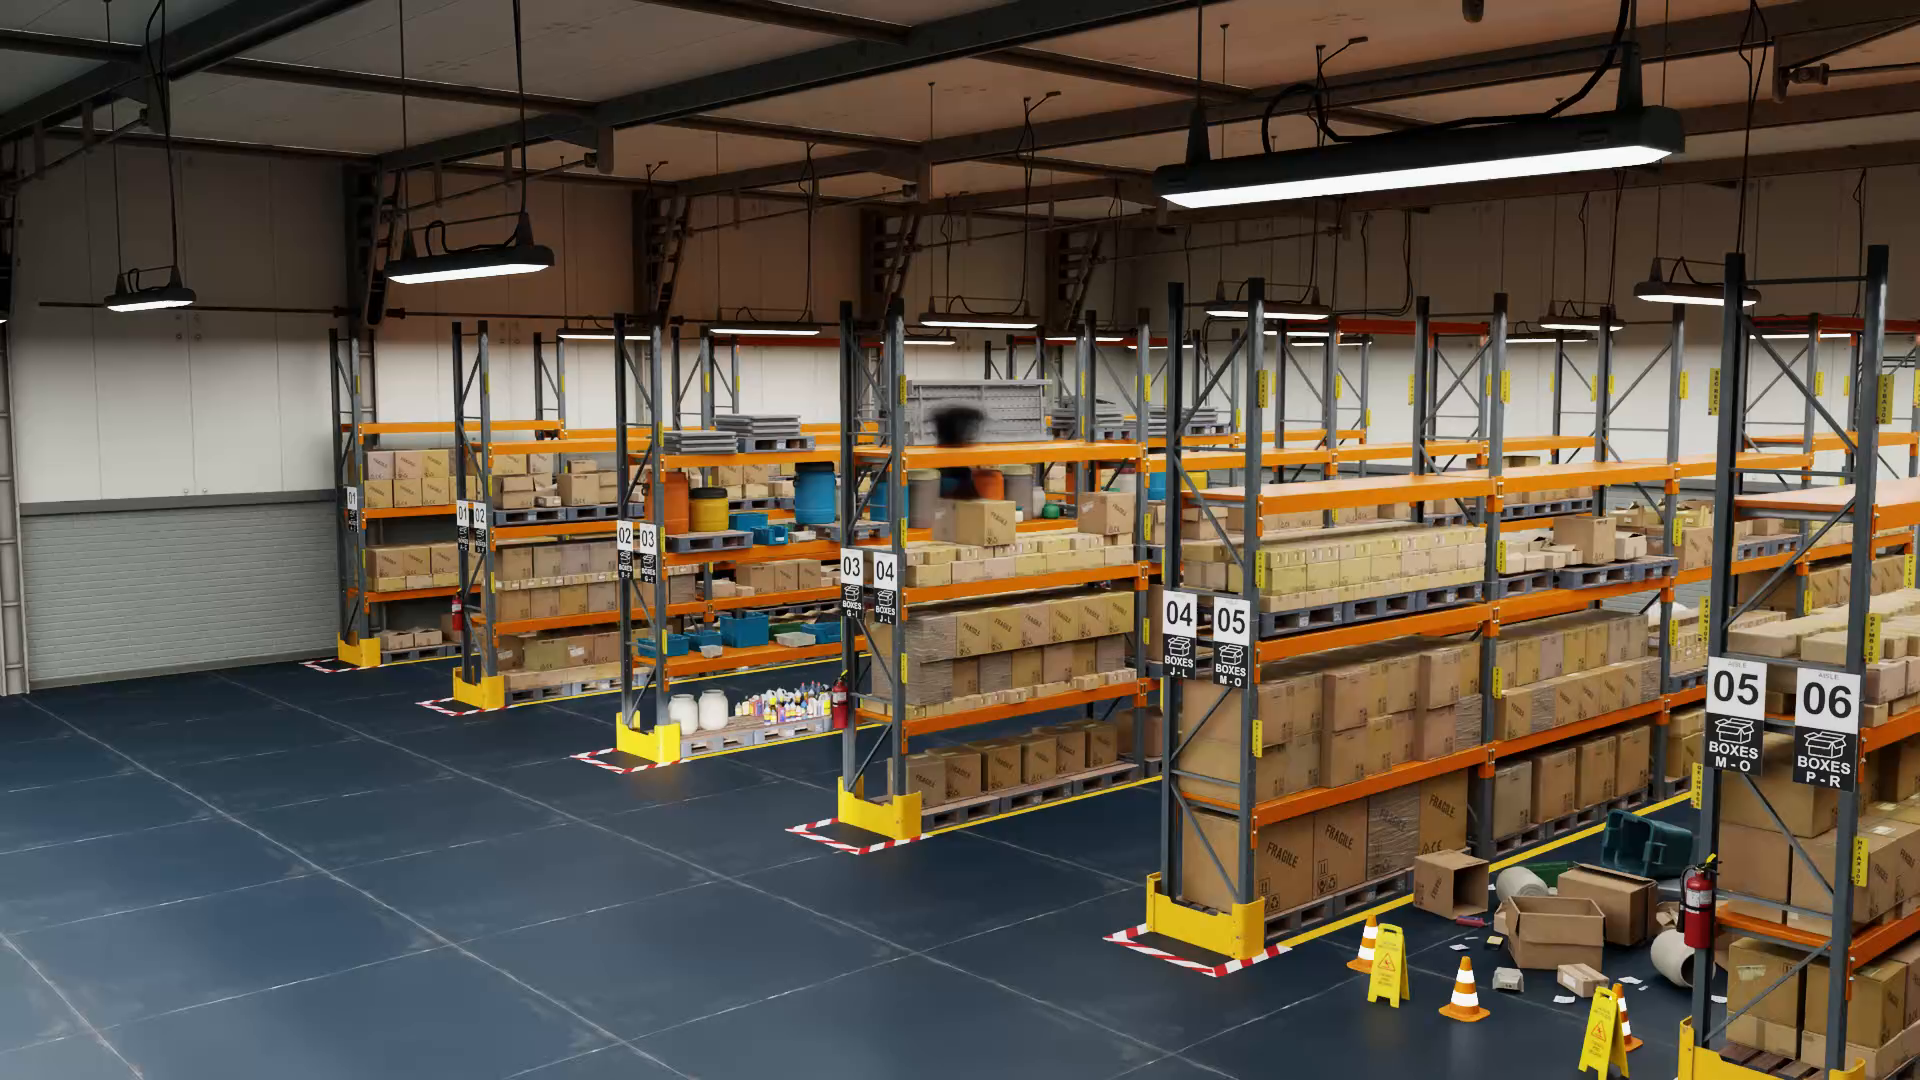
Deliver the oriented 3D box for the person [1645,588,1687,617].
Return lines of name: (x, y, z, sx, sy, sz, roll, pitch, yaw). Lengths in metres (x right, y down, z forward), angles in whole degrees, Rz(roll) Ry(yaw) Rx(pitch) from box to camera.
person: (11.353, 1.645, 26.802, 0.828, 1.811, 0.672, -5, 8, -41)
